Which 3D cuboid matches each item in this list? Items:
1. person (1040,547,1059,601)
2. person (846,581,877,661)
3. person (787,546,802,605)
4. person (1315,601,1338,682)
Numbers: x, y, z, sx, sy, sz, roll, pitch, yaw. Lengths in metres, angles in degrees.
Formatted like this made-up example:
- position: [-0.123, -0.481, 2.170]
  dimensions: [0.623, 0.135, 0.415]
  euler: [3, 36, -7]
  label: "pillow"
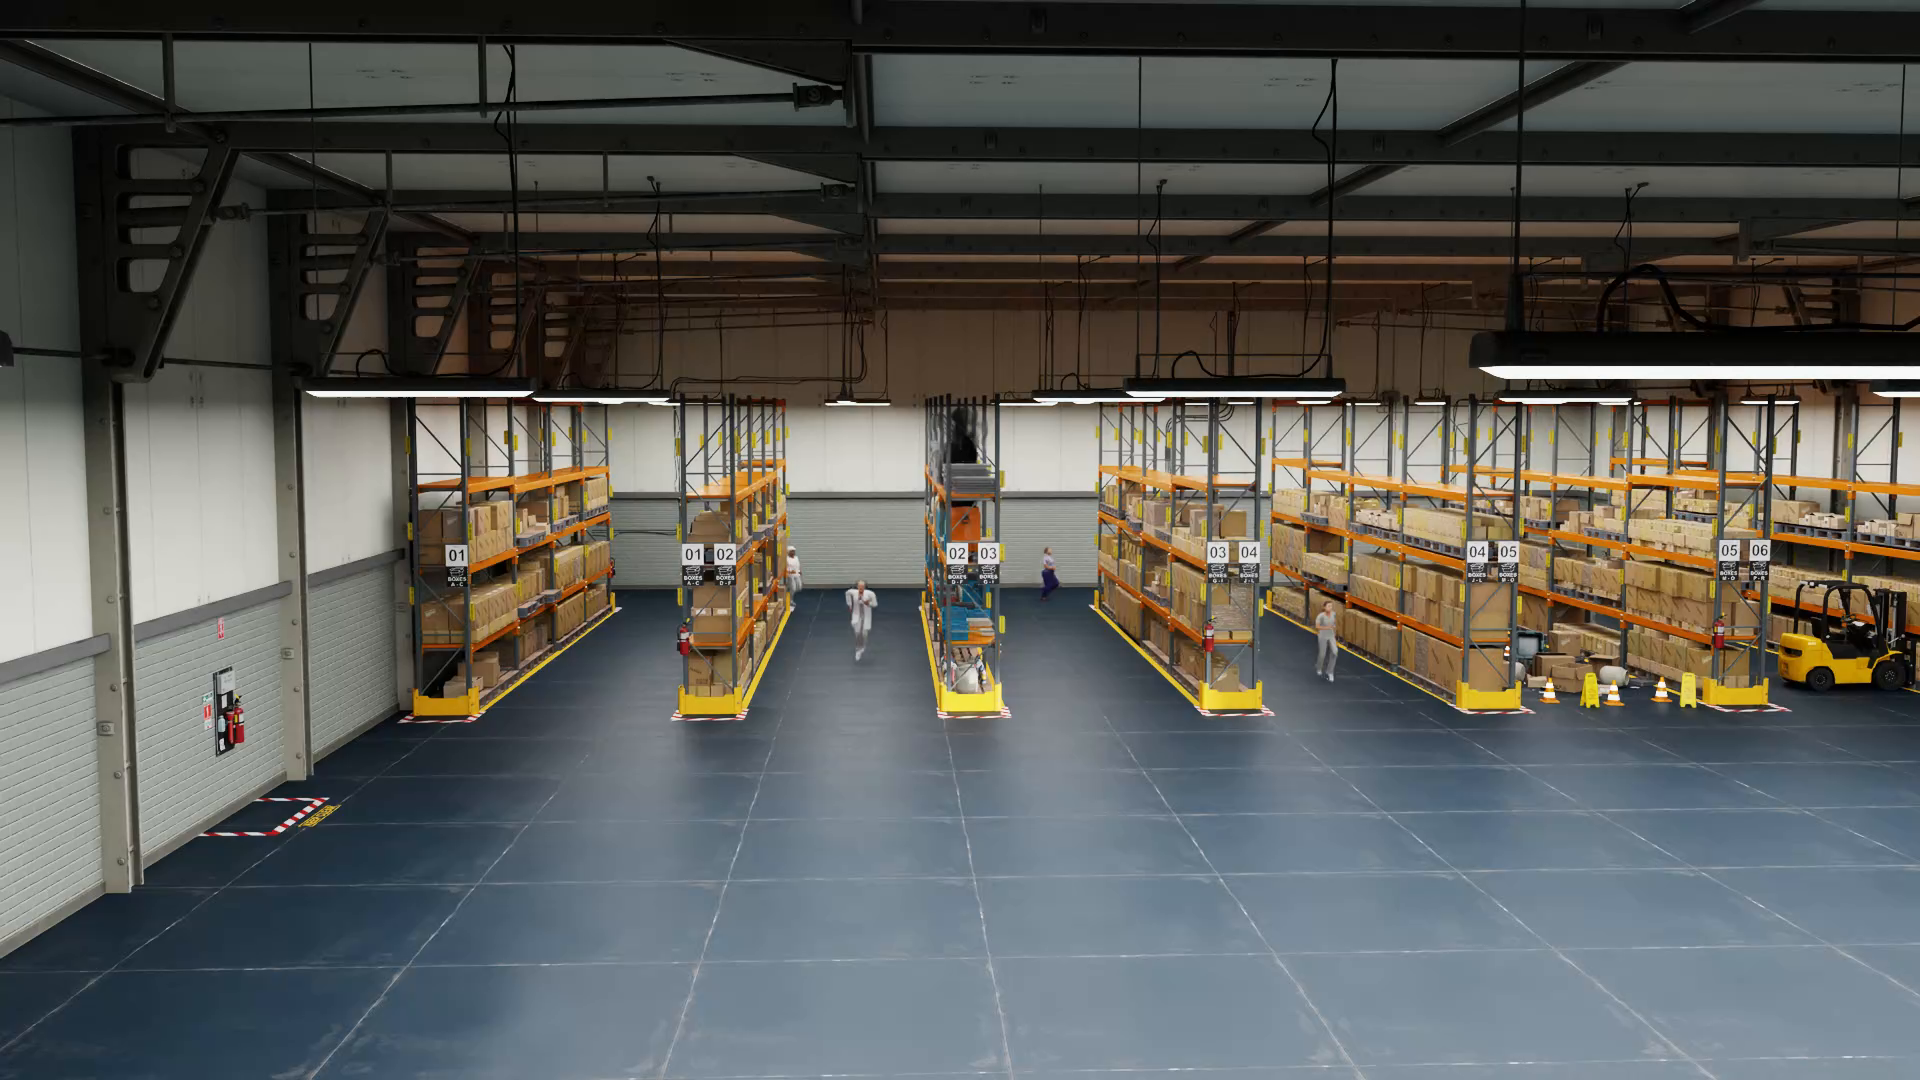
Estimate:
- position: [2.669, 1.009, 49.465]
  dimensions: [0.577, 1.609, 0.593]
  euler: [2, 5, 24]
  label: "person"
- position: [-2.203, 1.832, 37.117]
  dimensions: [0.691, 1.698, 0.996]
  euler: [0, 5, -6]
  label: "person"
- position: [-4.872, 1.042, 48.428]
  dimensions: [0.582, 1.723, 0.700]
  euler: [4, 6, 39]
  label: "person"
- position: [7.746, 2.114, 35.231]
  dimensions: [0.587, 1.699, 0.836]
  euler: [-1, 5, -14]
  label: "person"
